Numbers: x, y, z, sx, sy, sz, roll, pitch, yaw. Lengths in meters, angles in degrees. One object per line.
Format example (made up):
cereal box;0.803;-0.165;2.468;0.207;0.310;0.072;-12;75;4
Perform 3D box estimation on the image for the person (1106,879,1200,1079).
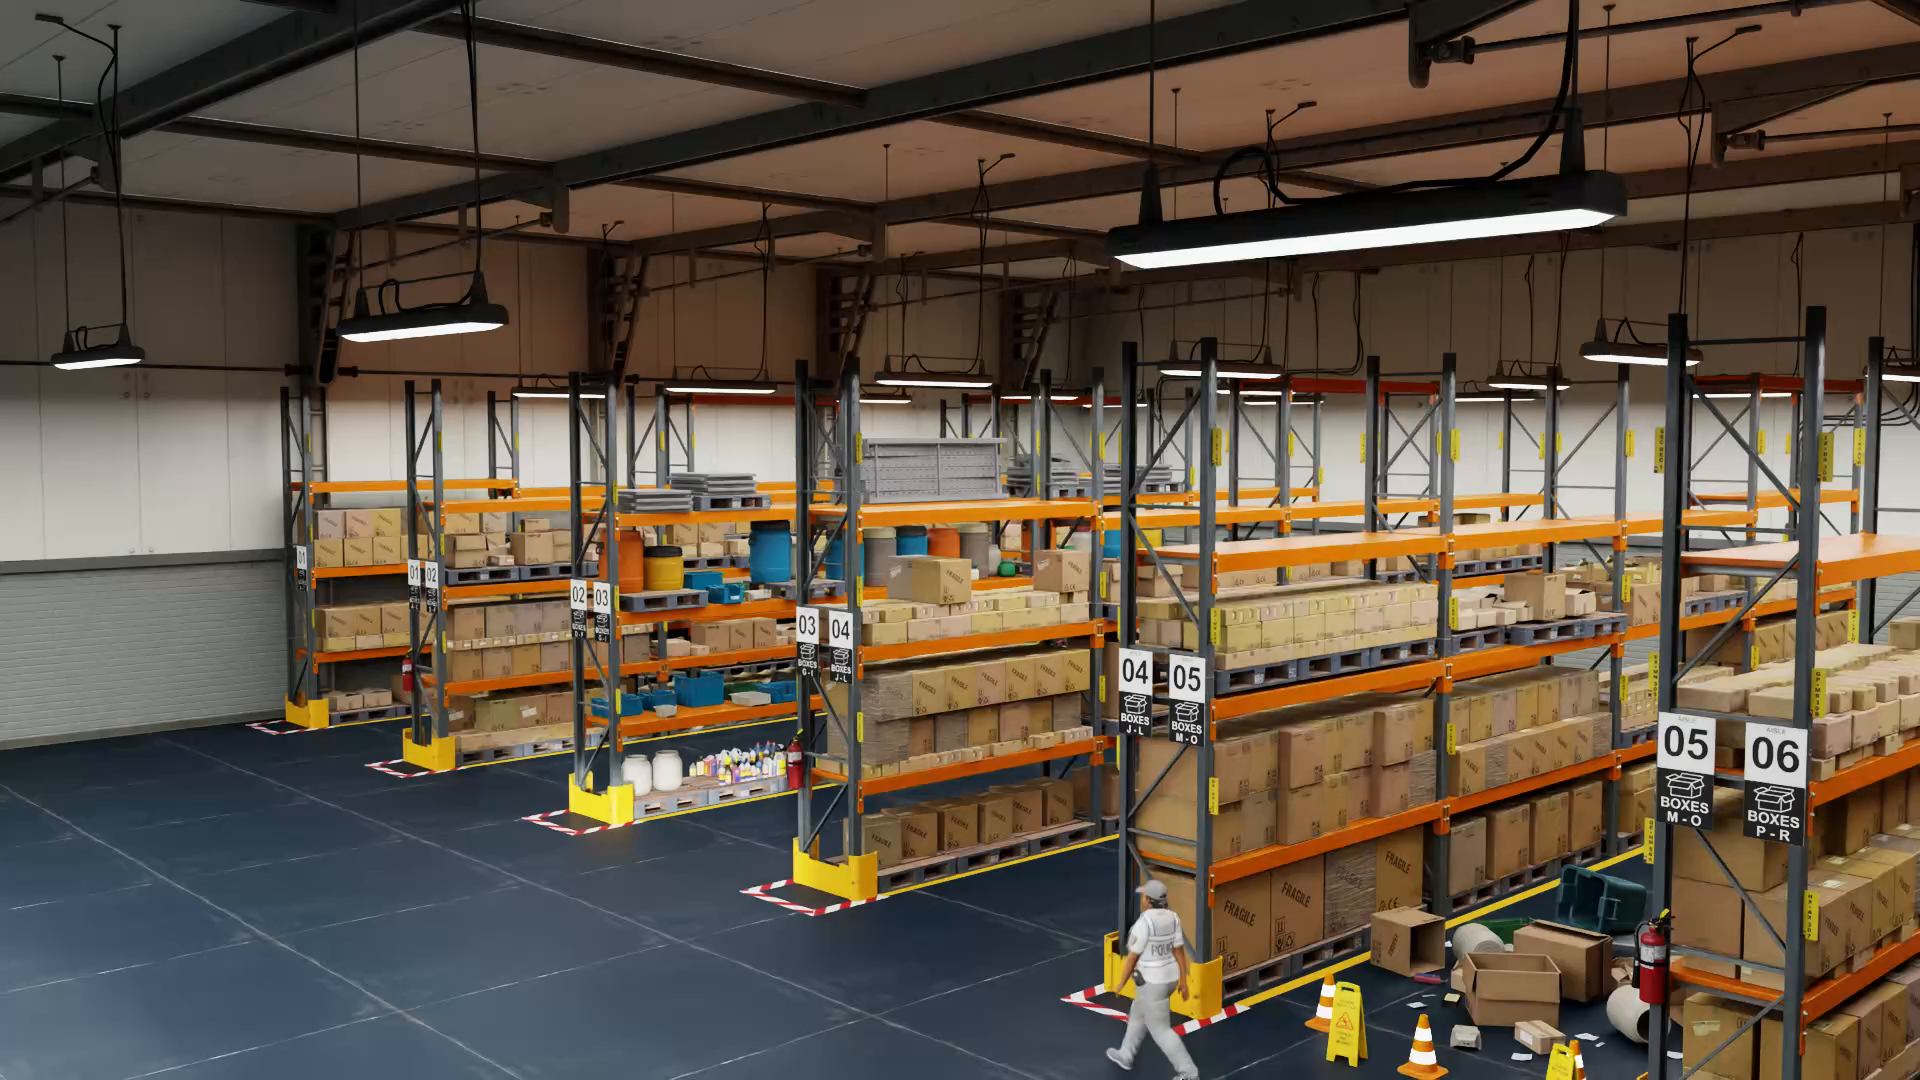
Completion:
person;1.524;3.503;13.222;1.005;1.619;0.490;2;4;33
